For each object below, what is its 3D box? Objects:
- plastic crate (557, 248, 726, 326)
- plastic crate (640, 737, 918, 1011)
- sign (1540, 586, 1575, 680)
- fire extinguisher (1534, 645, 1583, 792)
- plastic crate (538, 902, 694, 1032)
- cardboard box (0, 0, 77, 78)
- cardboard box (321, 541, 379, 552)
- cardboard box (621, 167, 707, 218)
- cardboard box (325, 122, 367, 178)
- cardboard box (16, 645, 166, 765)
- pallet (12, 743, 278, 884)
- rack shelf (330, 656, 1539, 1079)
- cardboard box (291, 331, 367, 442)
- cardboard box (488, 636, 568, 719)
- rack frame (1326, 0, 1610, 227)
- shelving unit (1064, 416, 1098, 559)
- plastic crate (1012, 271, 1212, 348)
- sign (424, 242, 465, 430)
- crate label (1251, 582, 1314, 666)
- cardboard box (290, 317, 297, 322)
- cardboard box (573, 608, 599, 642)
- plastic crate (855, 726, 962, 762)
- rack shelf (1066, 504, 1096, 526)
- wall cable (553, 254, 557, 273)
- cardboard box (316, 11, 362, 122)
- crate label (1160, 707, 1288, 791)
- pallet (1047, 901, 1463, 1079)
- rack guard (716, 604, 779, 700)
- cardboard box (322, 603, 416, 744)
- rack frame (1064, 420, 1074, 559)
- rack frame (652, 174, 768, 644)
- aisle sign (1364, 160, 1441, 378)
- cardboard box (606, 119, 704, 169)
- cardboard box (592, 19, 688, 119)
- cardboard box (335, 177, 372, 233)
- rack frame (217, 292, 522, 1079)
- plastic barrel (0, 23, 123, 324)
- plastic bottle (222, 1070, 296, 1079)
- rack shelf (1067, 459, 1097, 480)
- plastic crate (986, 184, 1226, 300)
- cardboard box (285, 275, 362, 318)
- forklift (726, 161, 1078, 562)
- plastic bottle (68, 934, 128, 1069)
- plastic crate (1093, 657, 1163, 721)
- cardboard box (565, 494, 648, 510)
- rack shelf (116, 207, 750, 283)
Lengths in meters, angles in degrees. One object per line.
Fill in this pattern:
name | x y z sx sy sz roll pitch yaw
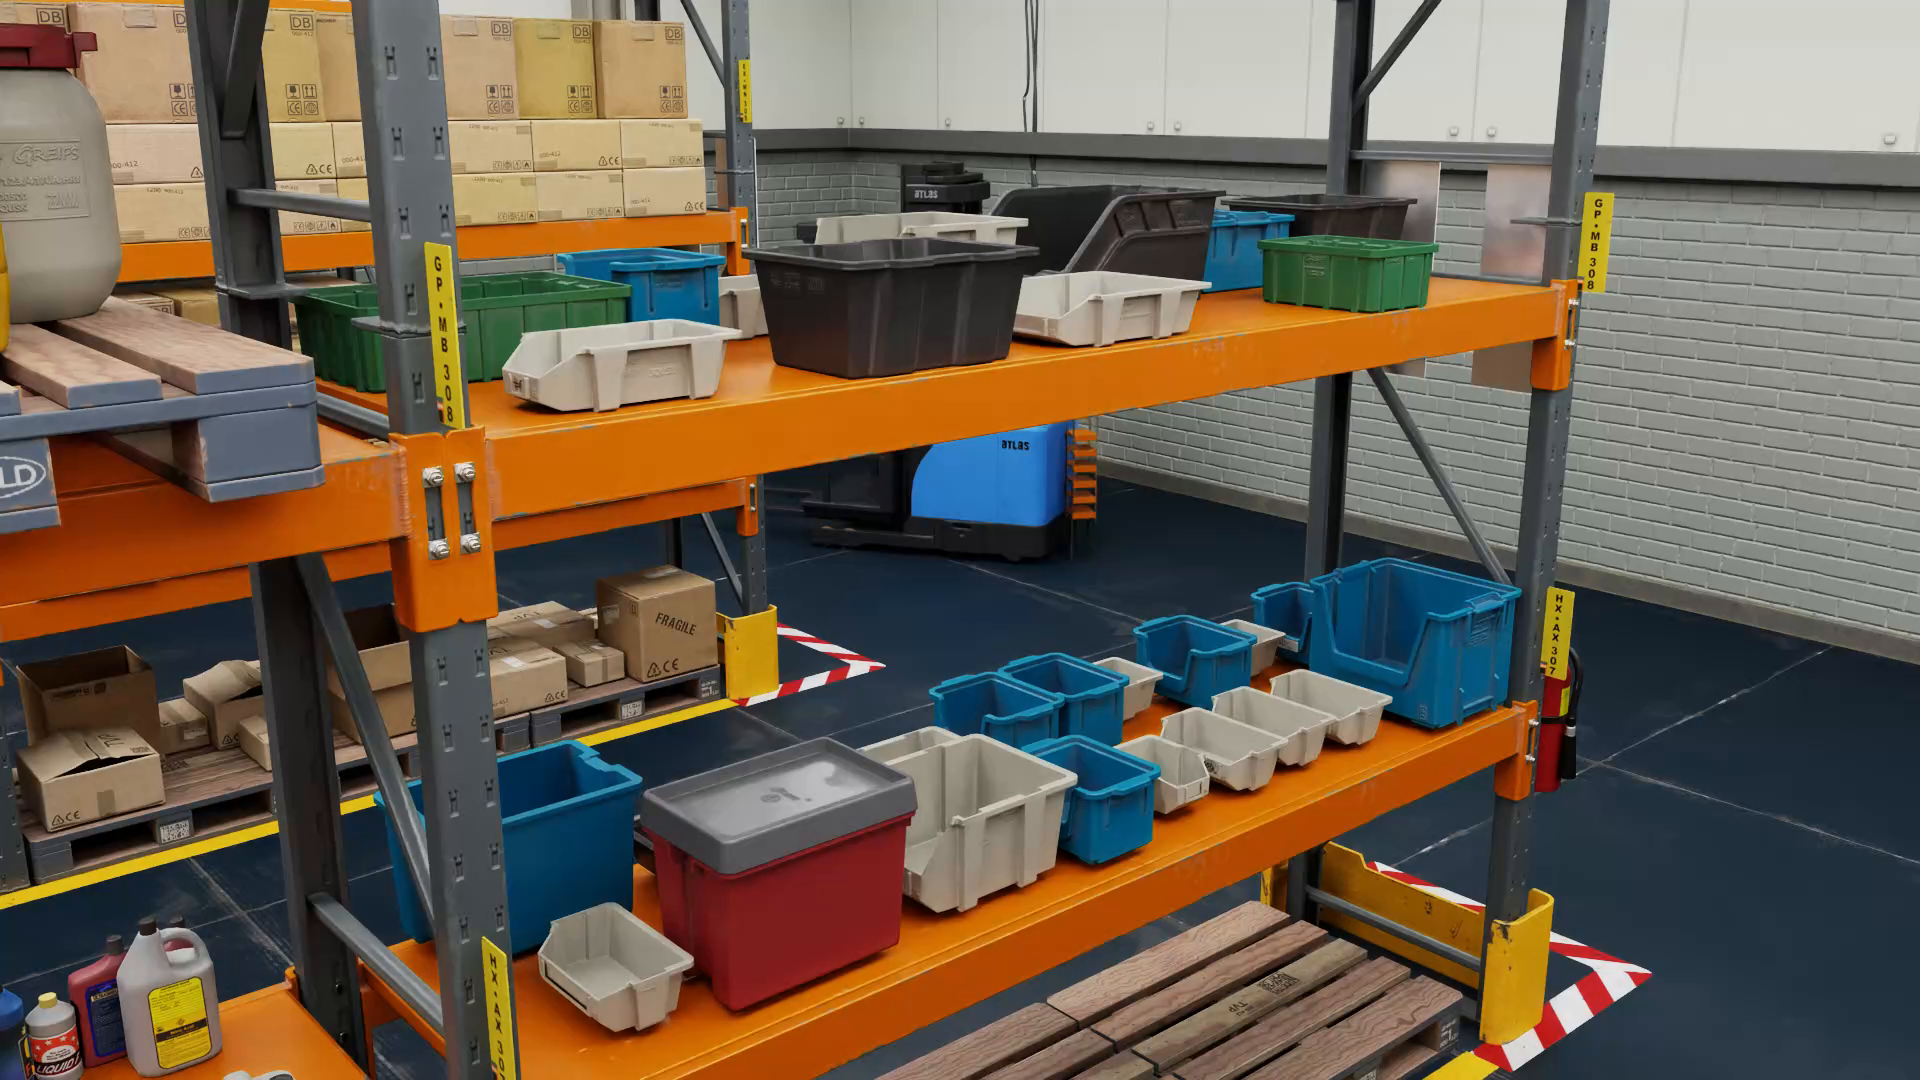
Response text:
plastic crate | -0.802 -0.602 4.202 0.300 0.233 0.416 -13 19 -39
plastic crate | -0.441 0.821 4.125 0.583 0.464 0.402 -13 19 -39
sign | 2.112 0.331 5.883 0.005 0.325 0.100 -13 19 -39
fire extinguisher | 2.150 0.586 6.117 0.183 0.674 0.296 -13 19 -39
plastic crate | -0.834 1.030 3.975 0.243 0.136 0.396 -13 19 -39
cardboard box | -4.186 -2.052 7.177 0.500 0.500 0.700 -13 19 -39
cardboard box | -3.202 -0.235 8.125 0.500 0.500 0.500 -13 20 -40
cardboard box | -1.725 -1.898 9.021 0.500 0.250 0.500 -13 19 -39
cardboard box | -2.860 -1.887 8.010 0.500 0.250 0.500 -13 19 -39
cardboard box | -4.284 0.861 8.204 0.500 0.500 0.500 -13 19 -39
pallet | -4.009 1.249 8.165 1.213 0.211 1.003 -13 19 -39
rack shelf | 0.230 0.992 5.119 4.000 0.370 1.077 -13 19 -39
cardboard box | -3.211 -0.713 7.975 0.500 0.500 0.500 -13 20 -41
cardboard box | -2.495 0.751 9.100 0.500 0.250 0.500 -13 19 -39
rack frame | 1.738 -2.593 5.520 0.127 3.000 1.000 -13 19 -39
shelving unit | 0.922 -0.468 12.676 0.189 1.200 0.258 -3 15 -10
plastic crate | 0.342 -0.618 4.450 0.530 0.136 0.437 -13 19 -39
sign | -0.920 -0.363 2.967 0.005 0.325 0.100 -13 19 -39
crate label | 1.336 0.335 6.392 0.303 0.233 0.416 -13 19 -39
cardboard box | -3.171 -0.907 8.702 0.500 0.500 0.500 -13 20 -40
cardboard box | -2.241 0.543 10.042 0.250 0.166 0.380 -13 19 -39
plastic crate | -0.163 0.728 5.107 0.466 0.136 0.293 -13 19 -39
rack shelf | 0.922 -0.193 12.749 0.180 0.103 0.258 -3 15 -10
wall cable | -4.420 -2.515 14.885 1.851 1.984 0.084 -13 19 -39
cardboard box | -3.065 -2.310 8.141 0.500 0.500 0.700 -13 19 -39
crate label | 0.820 0.675 5.304 0.243 0.136 0.396 -13 19 -39
pallet | 1.091 1.785 6.160 1.213 0.211 1.003 -13 19 -39
rack guard | -1.568 0.561 10.181 0.348 0.500 1.175 -13 19 -39
cardboard box | -3.114 0.692 8.831 0.637 0.503 0.797 -13 19 -39
rack frame | 0.832 -0.464 12.661 0.006 1.200 0.240 -3 15 -10
rack frame | -1.510 -0.660 9.907 0.127 3.000 1.000 -13 19 -39
aisle sign | 1.598 -1.021 6.221 0.004 0.787 0.394 -13 19 -39
cardboard box | -1.731 -2.141 8.963 0.500 0.250 0.500 -13 19 -39
cardboard box | -1.887 -2.550 9.040 0.500 0.500 0.700 -13 19 -39
cardboard box | -2.866 -1.647 8.080 0.500 0.250 0.500 -13 19 -39
rack frame | -1.279 0.983 3.758 0.127 3.000 1.000 -13 19 -39
plastic barrel | -1.841 -0.694 3.148 0.433 0.535 0.433 0 15 0
plastic bottle | -1.364 1.173 3.288 0.135 0.276 0.152 -13 19 -39
rack shelf | 0.922 -0.541 12.656 0.180 0.103 0.258 -3 15 -10
plastic crate | 0.405 -0.909 5.147 0.767 0.338 0.504 -13 19 -39
cardboard box | -5.143 -1.680 13.146 0.700 0.700 0.980 -12 19 -37
forklift | -0.629 -1.464 13.052 3.031 2.935 1.130 5 16 19
plastic bottle | -1.937 1.041 3.767 0.133 0.283 0.061 -13 19 -39
plastic crate | 0.528 0.535 5.831 0.298 0.136 0.250 -13 19 -39
cardboard box | -2.059 -0.491 9.080 0.500 0.500 0.500 -12 19 -39
rack shelf | -3.019 -1.422 8.344 4.000 0.370 1.077 -13 19 -39
